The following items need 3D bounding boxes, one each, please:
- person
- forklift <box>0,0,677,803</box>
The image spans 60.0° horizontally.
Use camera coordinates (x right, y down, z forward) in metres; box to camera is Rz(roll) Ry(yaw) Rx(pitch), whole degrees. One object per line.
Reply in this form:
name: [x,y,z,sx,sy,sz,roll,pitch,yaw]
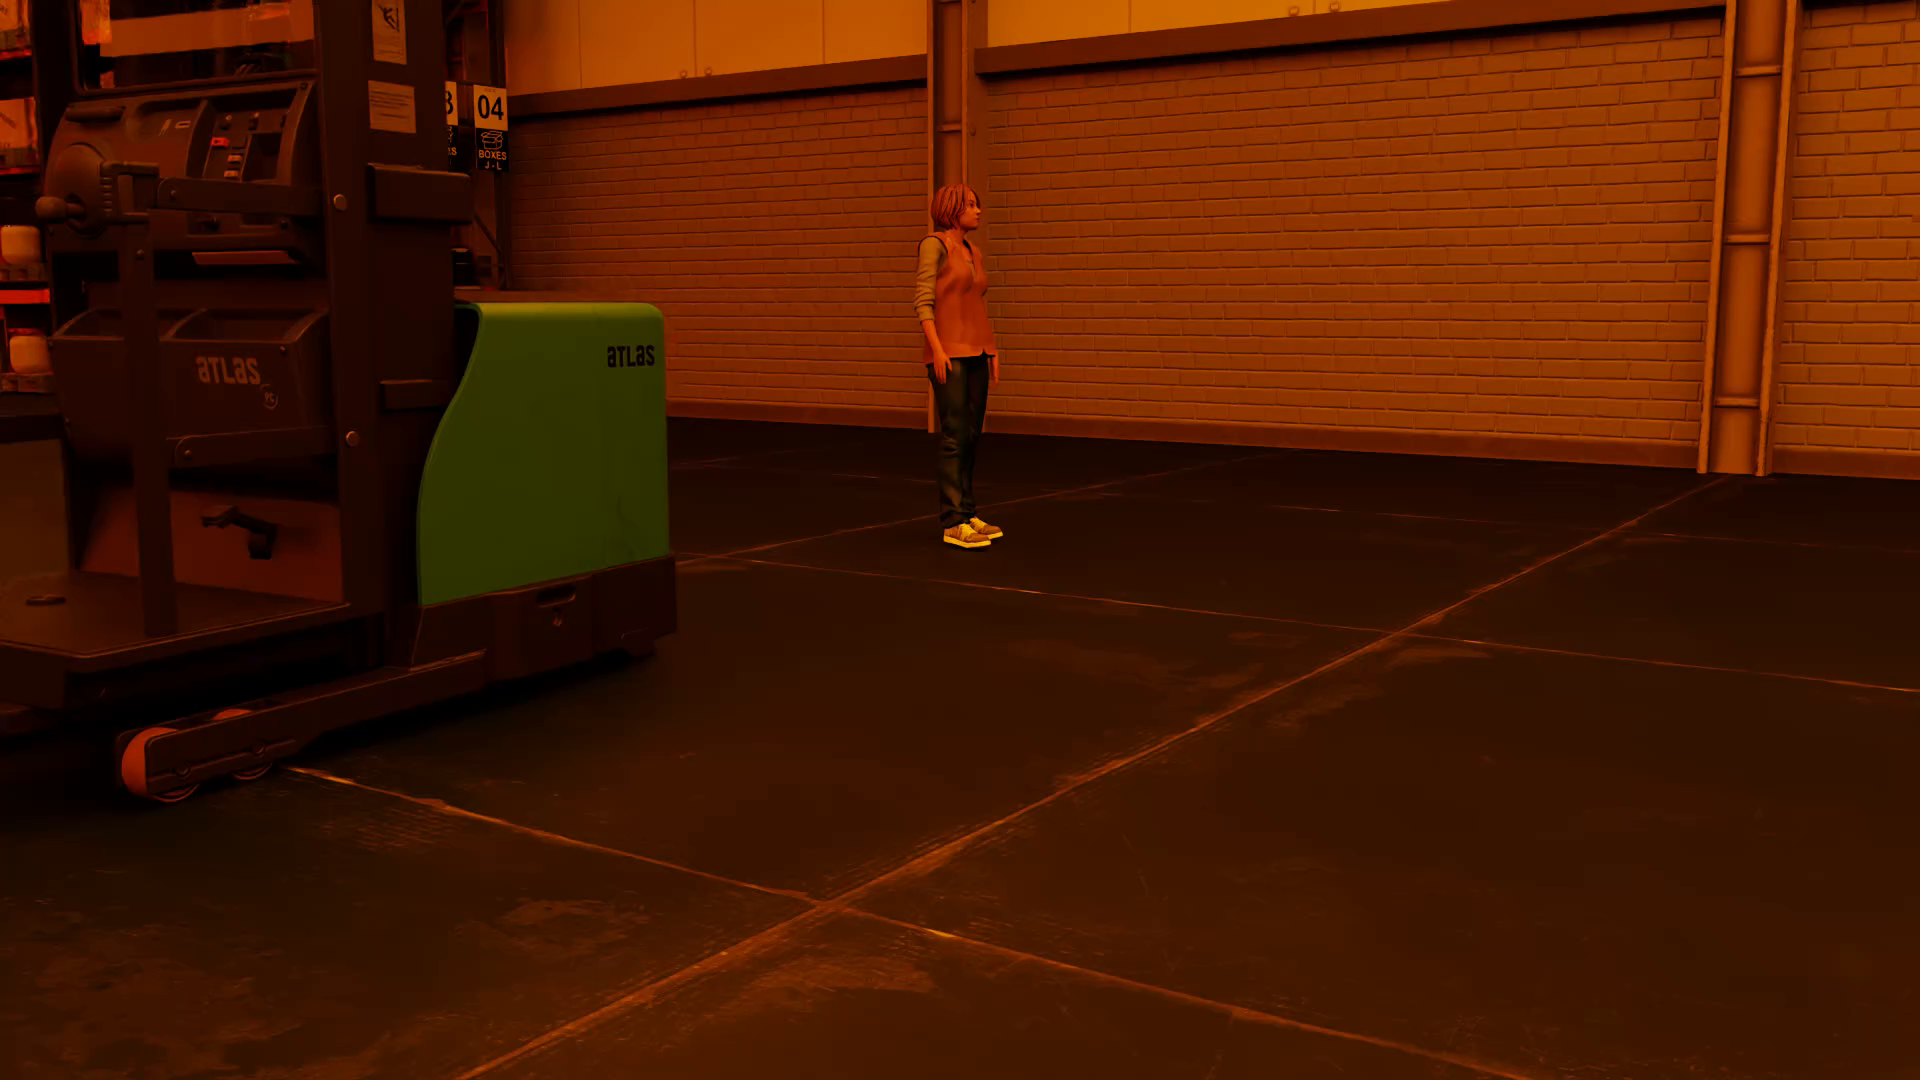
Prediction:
person: [0.053,-0.791,7.438,0.476,1.597,0.520,5,10,34]
forklift: [-2.027,-0.954,3.899,1.130,2.935,3.031,4,9,29]
